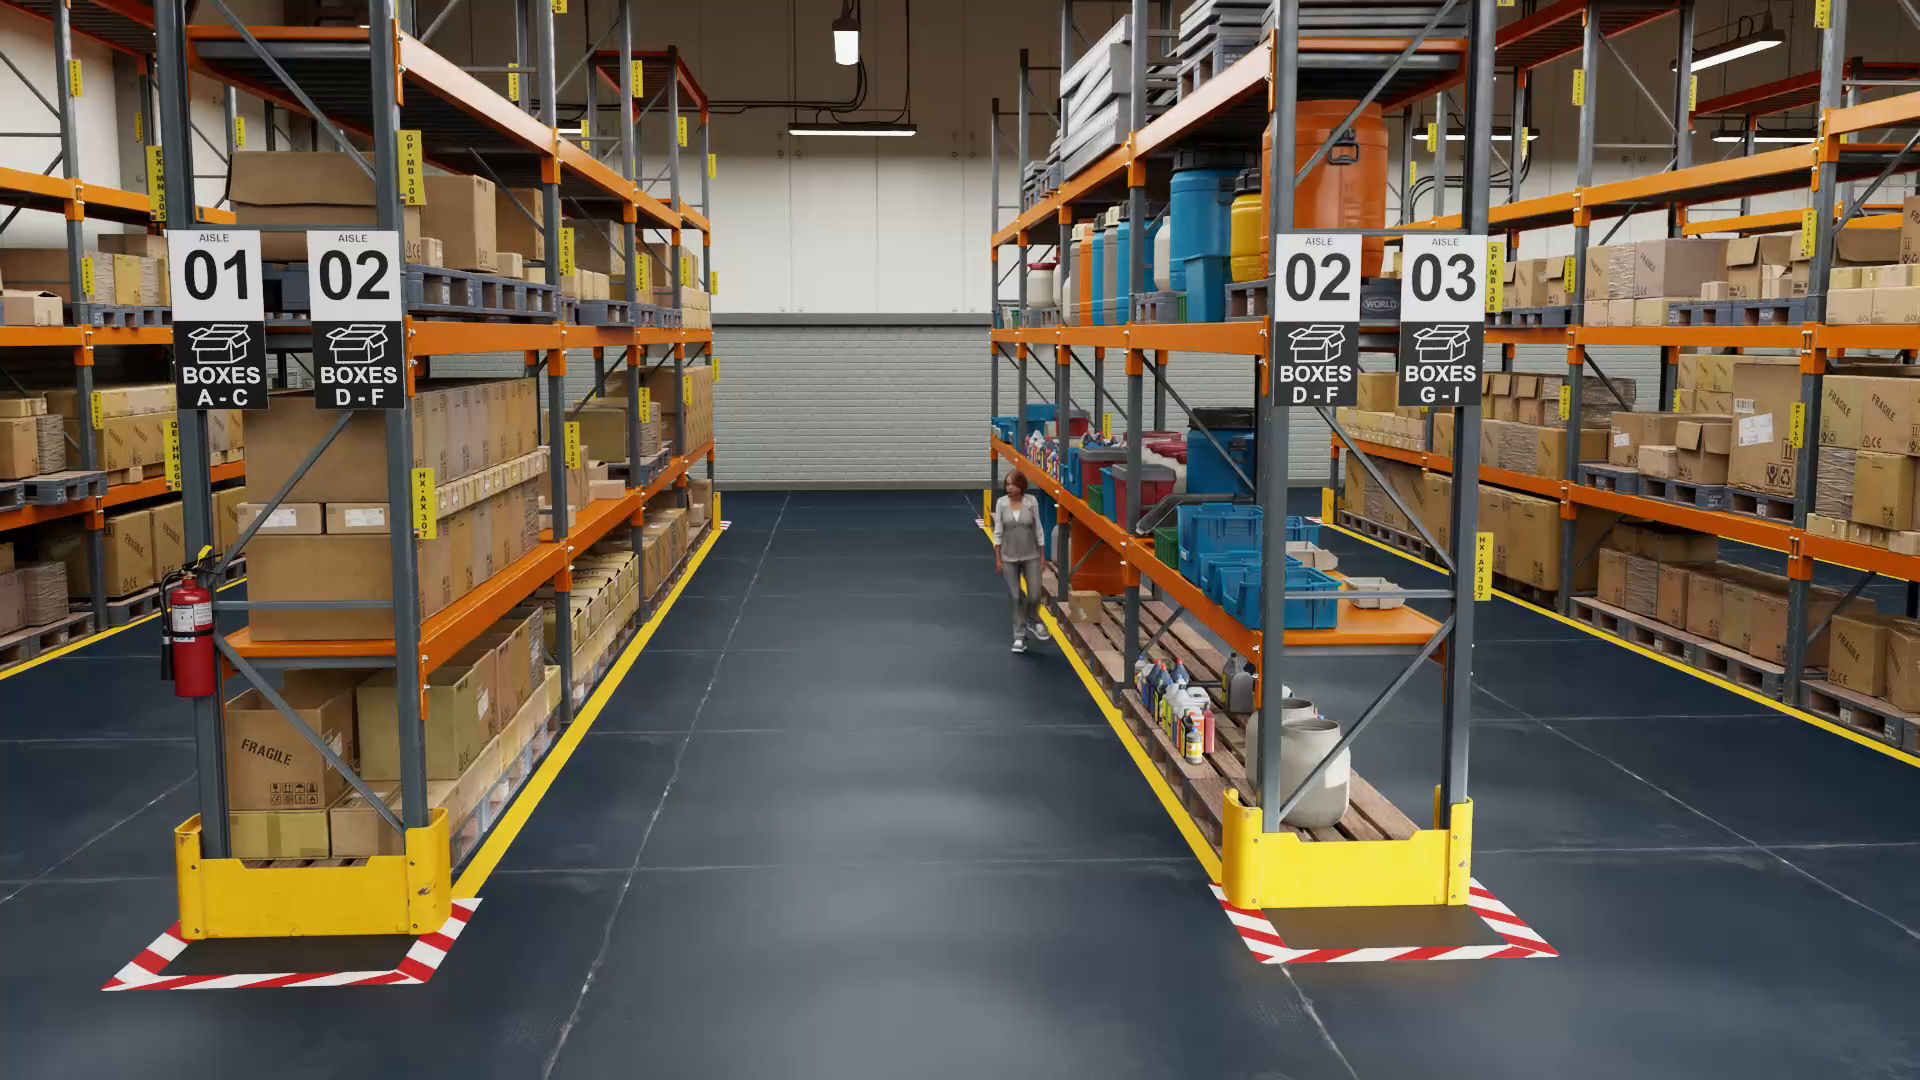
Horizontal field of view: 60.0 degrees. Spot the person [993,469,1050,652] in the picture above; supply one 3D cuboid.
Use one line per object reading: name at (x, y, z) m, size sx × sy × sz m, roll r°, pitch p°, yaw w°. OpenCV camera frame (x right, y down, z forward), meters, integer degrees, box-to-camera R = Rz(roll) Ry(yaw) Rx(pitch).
person at (0.533, 0.171, 14.373) m, size 0.477 × 1.589 × 0.470 m, roll 1°, pitch 7°, yaw 8°
